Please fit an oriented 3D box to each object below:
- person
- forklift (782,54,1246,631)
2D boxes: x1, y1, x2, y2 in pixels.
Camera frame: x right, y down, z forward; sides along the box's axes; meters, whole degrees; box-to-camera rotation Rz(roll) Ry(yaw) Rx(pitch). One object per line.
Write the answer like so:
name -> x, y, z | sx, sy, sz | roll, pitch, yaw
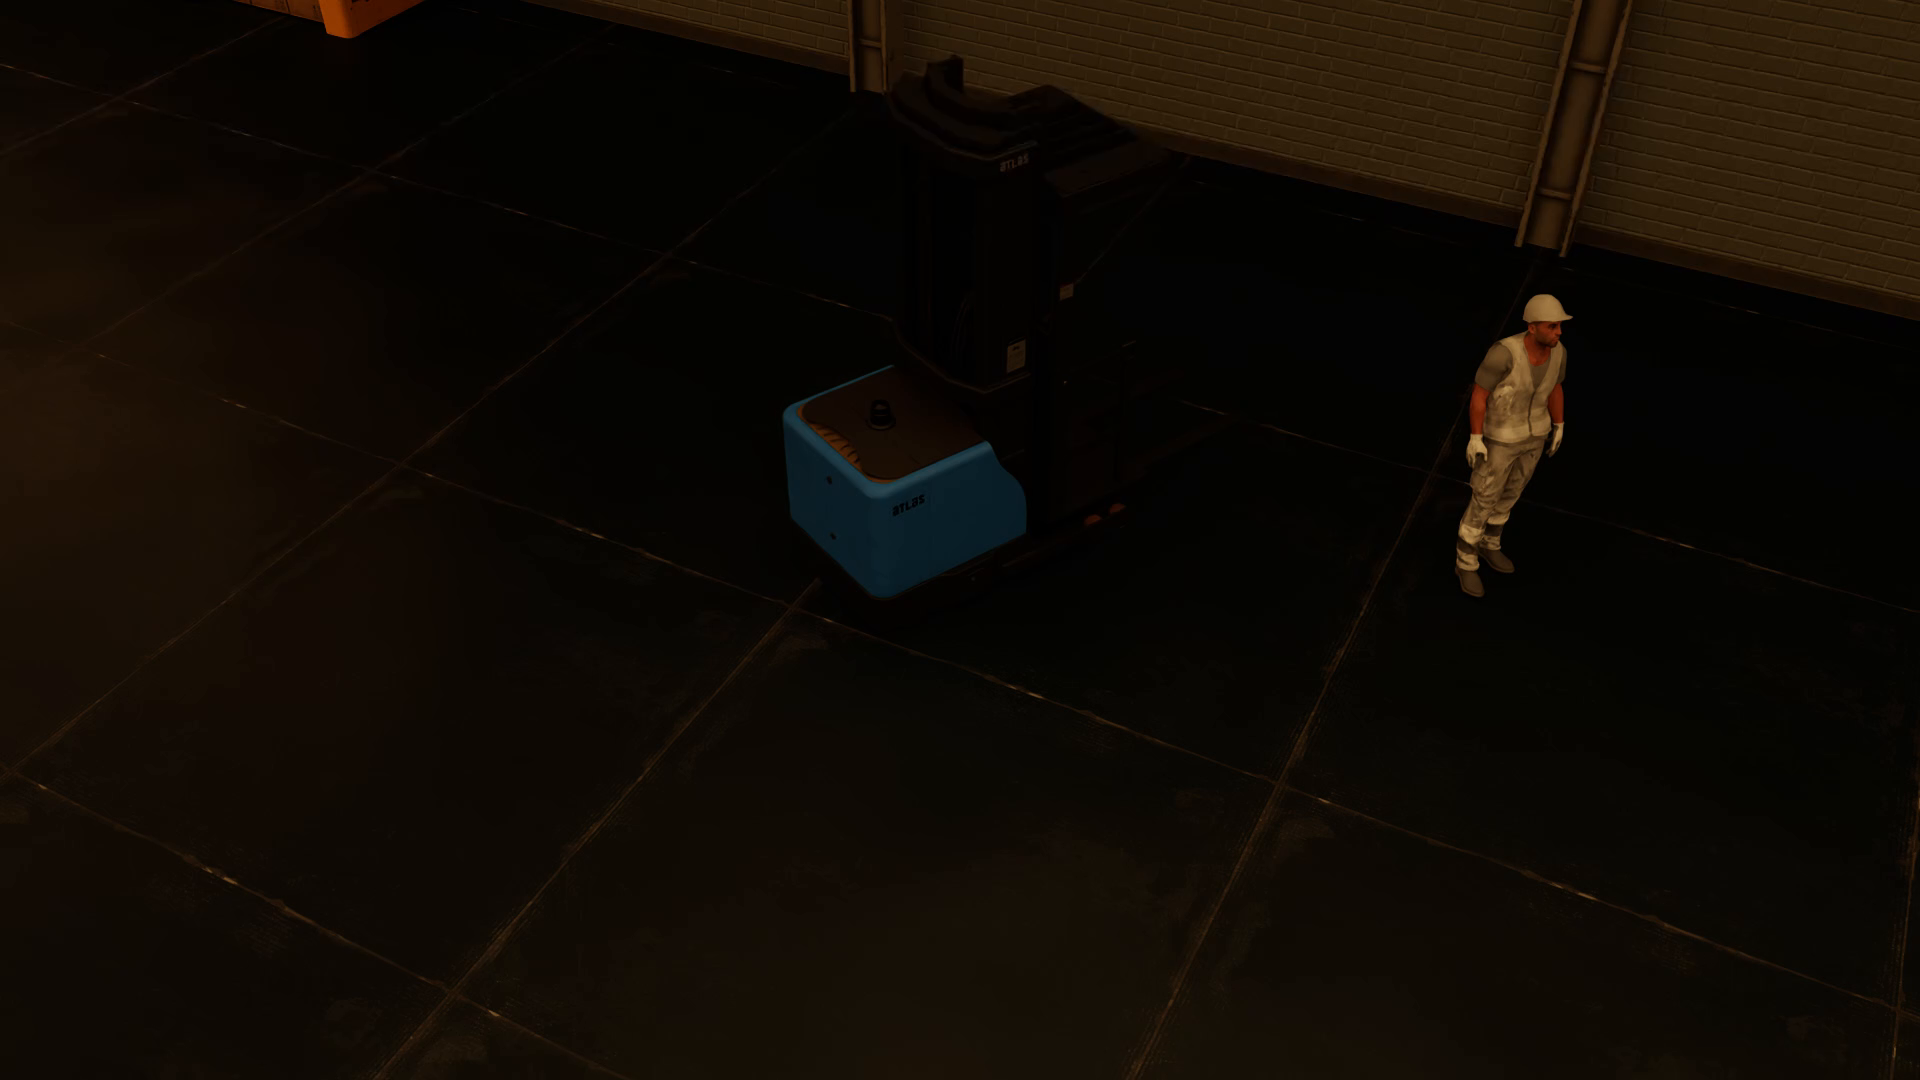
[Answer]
person -> 3.206, -0.549, 9.514 | 0.637, 1.787, 0.566 | -13, 42, -15
forklift -> 0.457, -1.363, 9.605 | 3.031, 2.935, 1.130 | -25, 46, -27
